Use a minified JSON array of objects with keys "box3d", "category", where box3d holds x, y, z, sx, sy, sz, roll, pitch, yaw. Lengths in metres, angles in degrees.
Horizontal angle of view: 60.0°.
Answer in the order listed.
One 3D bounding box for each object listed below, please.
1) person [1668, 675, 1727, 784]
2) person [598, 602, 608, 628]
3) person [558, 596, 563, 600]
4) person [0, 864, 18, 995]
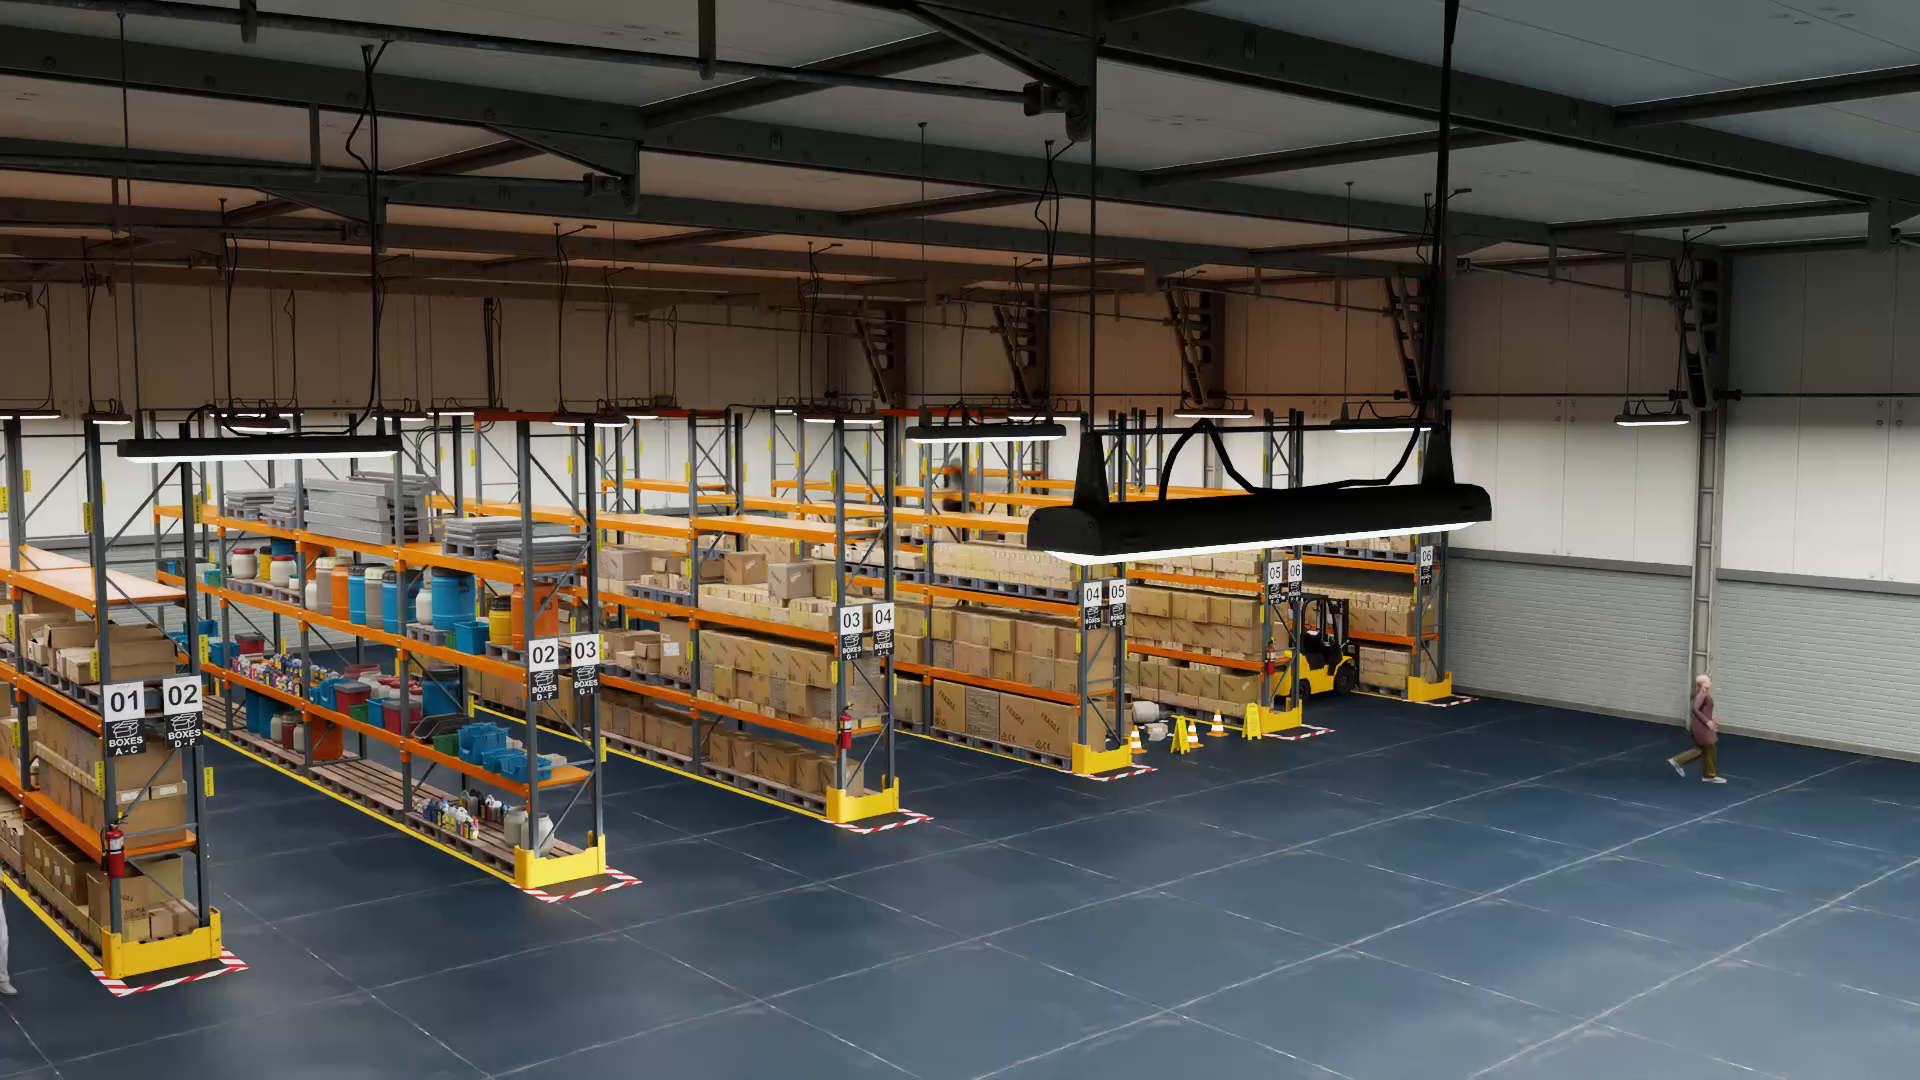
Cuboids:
[{"box3d":[12.036,3.068,27.072,0.883,1.760,0.720,1,5,16],"category":"person"},{"box3d":[-8.075,2.194,36.709,0.910,1.817,0.655,4,7,41],"category":"person"},{"box3d":[-9.510,2.138,38.881,0.696,1.631,0.609,0,5,2],"category":"person"},{"box3d":[-10.466,3.925,17.710,1.089,1.757,0.672,3,6,33],"category":"person"}]
